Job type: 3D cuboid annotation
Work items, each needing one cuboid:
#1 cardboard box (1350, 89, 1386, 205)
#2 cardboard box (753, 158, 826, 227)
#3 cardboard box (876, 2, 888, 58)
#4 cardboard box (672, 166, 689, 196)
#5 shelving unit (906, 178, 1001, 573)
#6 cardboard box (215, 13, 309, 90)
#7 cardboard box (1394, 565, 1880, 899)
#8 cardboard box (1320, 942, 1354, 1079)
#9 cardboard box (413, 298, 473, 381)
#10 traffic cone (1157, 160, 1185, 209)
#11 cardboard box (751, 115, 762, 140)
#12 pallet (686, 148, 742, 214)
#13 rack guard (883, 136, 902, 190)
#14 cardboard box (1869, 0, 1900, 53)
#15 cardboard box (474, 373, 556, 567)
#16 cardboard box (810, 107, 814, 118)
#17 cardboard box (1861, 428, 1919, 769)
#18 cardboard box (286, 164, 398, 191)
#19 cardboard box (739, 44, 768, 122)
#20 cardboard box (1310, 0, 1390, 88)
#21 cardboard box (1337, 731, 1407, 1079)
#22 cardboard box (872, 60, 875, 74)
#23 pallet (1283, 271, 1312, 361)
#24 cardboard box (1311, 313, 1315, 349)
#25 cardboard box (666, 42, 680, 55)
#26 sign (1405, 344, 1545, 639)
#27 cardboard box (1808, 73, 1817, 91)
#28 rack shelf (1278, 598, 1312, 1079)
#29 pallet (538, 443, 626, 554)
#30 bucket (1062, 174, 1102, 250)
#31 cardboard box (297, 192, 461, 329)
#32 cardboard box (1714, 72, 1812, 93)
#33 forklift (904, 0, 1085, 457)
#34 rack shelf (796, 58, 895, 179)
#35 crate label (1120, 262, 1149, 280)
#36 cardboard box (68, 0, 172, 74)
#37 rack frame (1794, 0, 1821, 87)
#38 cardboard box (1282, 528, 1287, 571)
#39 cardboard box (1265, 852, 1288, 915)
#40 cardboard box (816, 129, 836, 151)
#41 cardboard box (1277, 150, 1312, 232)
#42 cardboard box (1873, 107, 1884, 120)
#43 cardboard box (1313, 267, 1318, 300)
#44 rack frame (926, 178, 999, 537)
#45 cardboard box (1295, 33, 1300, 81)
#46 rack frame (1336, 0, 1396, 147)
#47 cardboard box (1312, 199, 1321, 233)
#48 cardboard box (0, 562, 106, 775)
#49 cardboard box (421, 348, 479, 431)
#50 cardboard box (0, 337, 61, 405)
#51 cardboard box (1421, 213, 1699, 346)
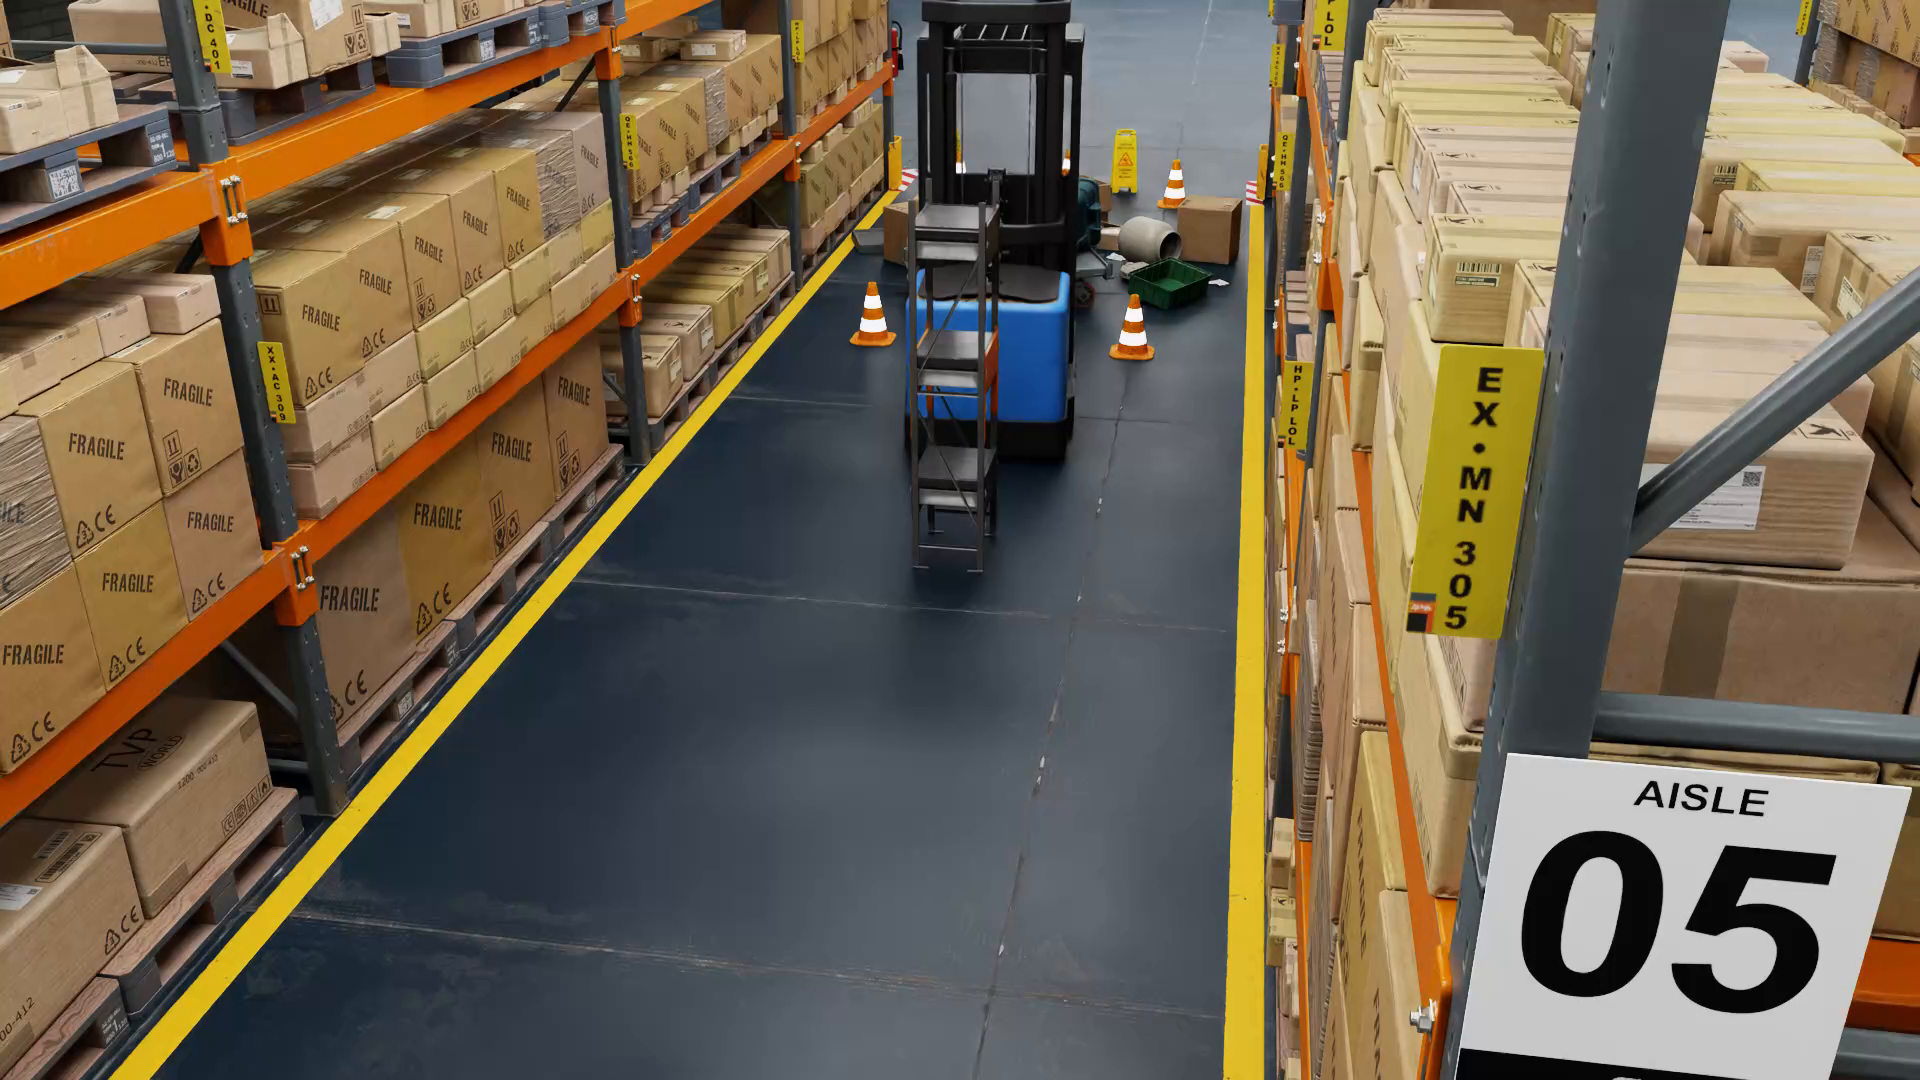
[{"bbox_3d":[1.327,-1.036,4.473,0.500,0.250,0.500,4,25,8],"label":"cardboard box"},{"bbox_3d":[-1.501,-3.070,14.635,0.500,0.500,0.500,5,26,11],"label":"cardboard box"},{"bbox_3d":[-1.027,-5.165,16.777,0.500,0.500,0.500,4,25,8],"label":"cardboard box"},{"bbox_3d":[-2.046,-2.425,11.194,0.380,0.149,0.250,4,25,9],"label":"cardboard box"},{"bbox_3d":[-0.027,-0.882,9.157,0.431,2.100,0.503,4,25,9],"label":"shelving unit"},{"bbox_3d":[-2.744,-1.885,6.364,0.396,0.266,0.258,4,25,8],"label":"cardboard box"},{"bbox_3d":[0.889,0.262,2.290,0.500,0.250,0.500,3,25,7],"label":"cardboard box"},{"bbox_3d":[0.984,1.161,3.263,0.500,0.500,0.500,4,25,8],"label":"cardboard box"},{"bbox_3d":[-2.655,-0.964,7.859,0.500,0.250,0.500,4,25,9],"label":"cardboard box"},{"bbox_3d":[2.202,-3.657,17.018,0.336,0.463,0.334,4,25,9],"label":"traffic cone"},{"bbox_3d":[-1.743,-3.181,12.808,0.380,0.149,0.250,4,25,8],"label":"cardboard box"},{"bbox_3d":[-2.234,-2.629,12.054,1.003,0.211,1.213,4,25,9],"label":"pallet"},{"bbox_3d":[-1.222,-4.067,17.849,1.175,0.500,0.348,4,25,9],"label":"rack guard"},{"bbox_3d":[7.963,-4.339,13.832,0.500,0.500,0.500,4,25,9],"label":"cardboard box"},{"bbox_3d":[-2.862,-0.457,9.199,0.875,0.875,0.875,4,25,9],"label":"cardboard box"},{"bbox_3d":[-1.492,-3.776,14.575,0.380,0.149,0.250,4,25,8],"label":"cardboard box"},{"bbox_3d":[1.405,0.075,2.101,0.500,0.250,0.500,4,25,9],"label":"cardboard box"},{"bbox_3d":[-3.096,-1.560,8.246,0.500,0.500,0.500,4,25,9],"label":"cardboard box"},{"bbox_3d":[-1.792,-3.512,12.750,0.500,0.500,0.500,4,25,9],"label":"cardboard box"},{"bbox_3d":[1.876,-2.349,7.573,0.500,0.500,0.500,4,25,9],"label":"cardboard box"},{"bbox_3d":[0.987,0.708,3.050,0.500,0.500,0.500,3,25,7],"label":"cardboard box"},{"bbox_3d":[-1.055,-4.726,16.606,0.380,0.149,0.250,4,25,8],"label":"cardboard box"},{"bbox_3d":[2.371,-1.192,8.984,1.213,0.211,1.003,4,25,9],"label":"pallet"},{"bbox_3d":[1.939,-1.038,8.230,0.380,0.149,0.250,5,26,10],"label":"cardboard box"},{"bbox_3d":[-2.304,-3.542,12.815,0.500,0.500,0.500,4,25,9],"label":"cardboard box"},{"bbox_3d":[0.531,-0.045,1.725,0.100,0.325,0.005,4,25,9],"label":"sign"},{"bbox_3d":[8.285,-4.328,15.754,0.380,0.149,0.250,4,25,9],"label":"cardboard box"},{"bbox_3d":[1.402,1.251,4.388,1.077,0.370,4.000,4,25,9],"label":"rack shelf"},{"bbox_3d":[-2.721,-0.298,10.137,1.003,0.211,1.213,4,25,9],"label":"pallet"},{"bbox_3d":[0.784,-2.680,14.005,0.726,0.611,0.620,13,38,26],"label":"bucket"},{"bbox_3d":[-2.675,-1.299,7.689,0.500,0.500,0.500,3,25,7],"label":"cardboard box"},{"bbox_3d":[1.785,-1.023,3.975,0.380,0.149,0.250,3,25,6],"label":"cardboard box"},{"bbox_3d":[0.282,-2.450,11.528,1.130,2.935,3.031,2,25,4],"label":"forklift"},{"bbox_3d":[-1.537,-4.069,15.752,1.077,0.370,4.000,4,25,9],"label":"rack shelf"},{"bbox_3d":[1.565,-2.351,14.612,0.298,0.136,0.250,-14,29,-27],"label":"crate label"},{"bbox_3d":[-3.234,-2.104,6.777,0.500,0.311,0.500,4,25,9],"label":"cardboard box"},{"bbox_3d":[8.567,-4.544,15.920,1.000,3.000,0.127,4,25,9],"label":"rack frame"},{"bbox_3d":[1.698,0.148,7.464,0.500,0.250,0.500,5,26,11],"label":"cardboard box"},{"bbox_3d":[1.353,1.320,6.260,0.380,0.149,0.250,3,25,6],"label":"cardboard box"},{"bbox_3d":[-1.339,-3.627,15.060,0.380,0.149,0.250,5,26,11],"label":"cardboard box"},{"bbox_3d":[2.356,-2.254,10.910,0.500,0.500,0.500,4,25,8],"label":"cardboard box"},{"bbox_3d":[8.034,-3.593,14.185,0.380,0.149,0.250,4,25,9],"label":"cardboard box"},{"bbox_3d":[1.982,-1.276,8.388,0.380,0.149,0.250,4,25,9],"label":"cardboard box"},{"bbox_3d":[0.013,-0.984,9.375,0.400,2.100,0.015,4,25,9],"label":"rack frame"},{"bbox_3d":[3.131,-3.966,13.234,0.875,0.550,0.550,4,25,9],"label":"cardboard box"},{"bbox_3d":[1.729,-2.628,4.750,1.000,3.000,0.127,4,25,9],"label":"rack frame"},{"bbox_3d":[2.115,-1.748,9.046,0.380,0.149,0.250,4,25,9],"label":"cardboard box"},{"bbox_3d":[-3.141,0.381,5.279,0.500,0.500,0.500,4,25,8],"label":"cardboard box"},{"bbox_3d":[-2.656,-0.740,7.969,0.500,0.250,0.500,4,25,8],"label":"cardboard box"},{"bbox_3d":[-3.132,-0.540,5.302,0.380,0.149,0.250,4,25,8],"label":"cardboard box"},{"bbox_3d":[0.954,-0.417,2.682,0.380,0.149,0.250,4,25,9],"label":"cardboard box"}]
